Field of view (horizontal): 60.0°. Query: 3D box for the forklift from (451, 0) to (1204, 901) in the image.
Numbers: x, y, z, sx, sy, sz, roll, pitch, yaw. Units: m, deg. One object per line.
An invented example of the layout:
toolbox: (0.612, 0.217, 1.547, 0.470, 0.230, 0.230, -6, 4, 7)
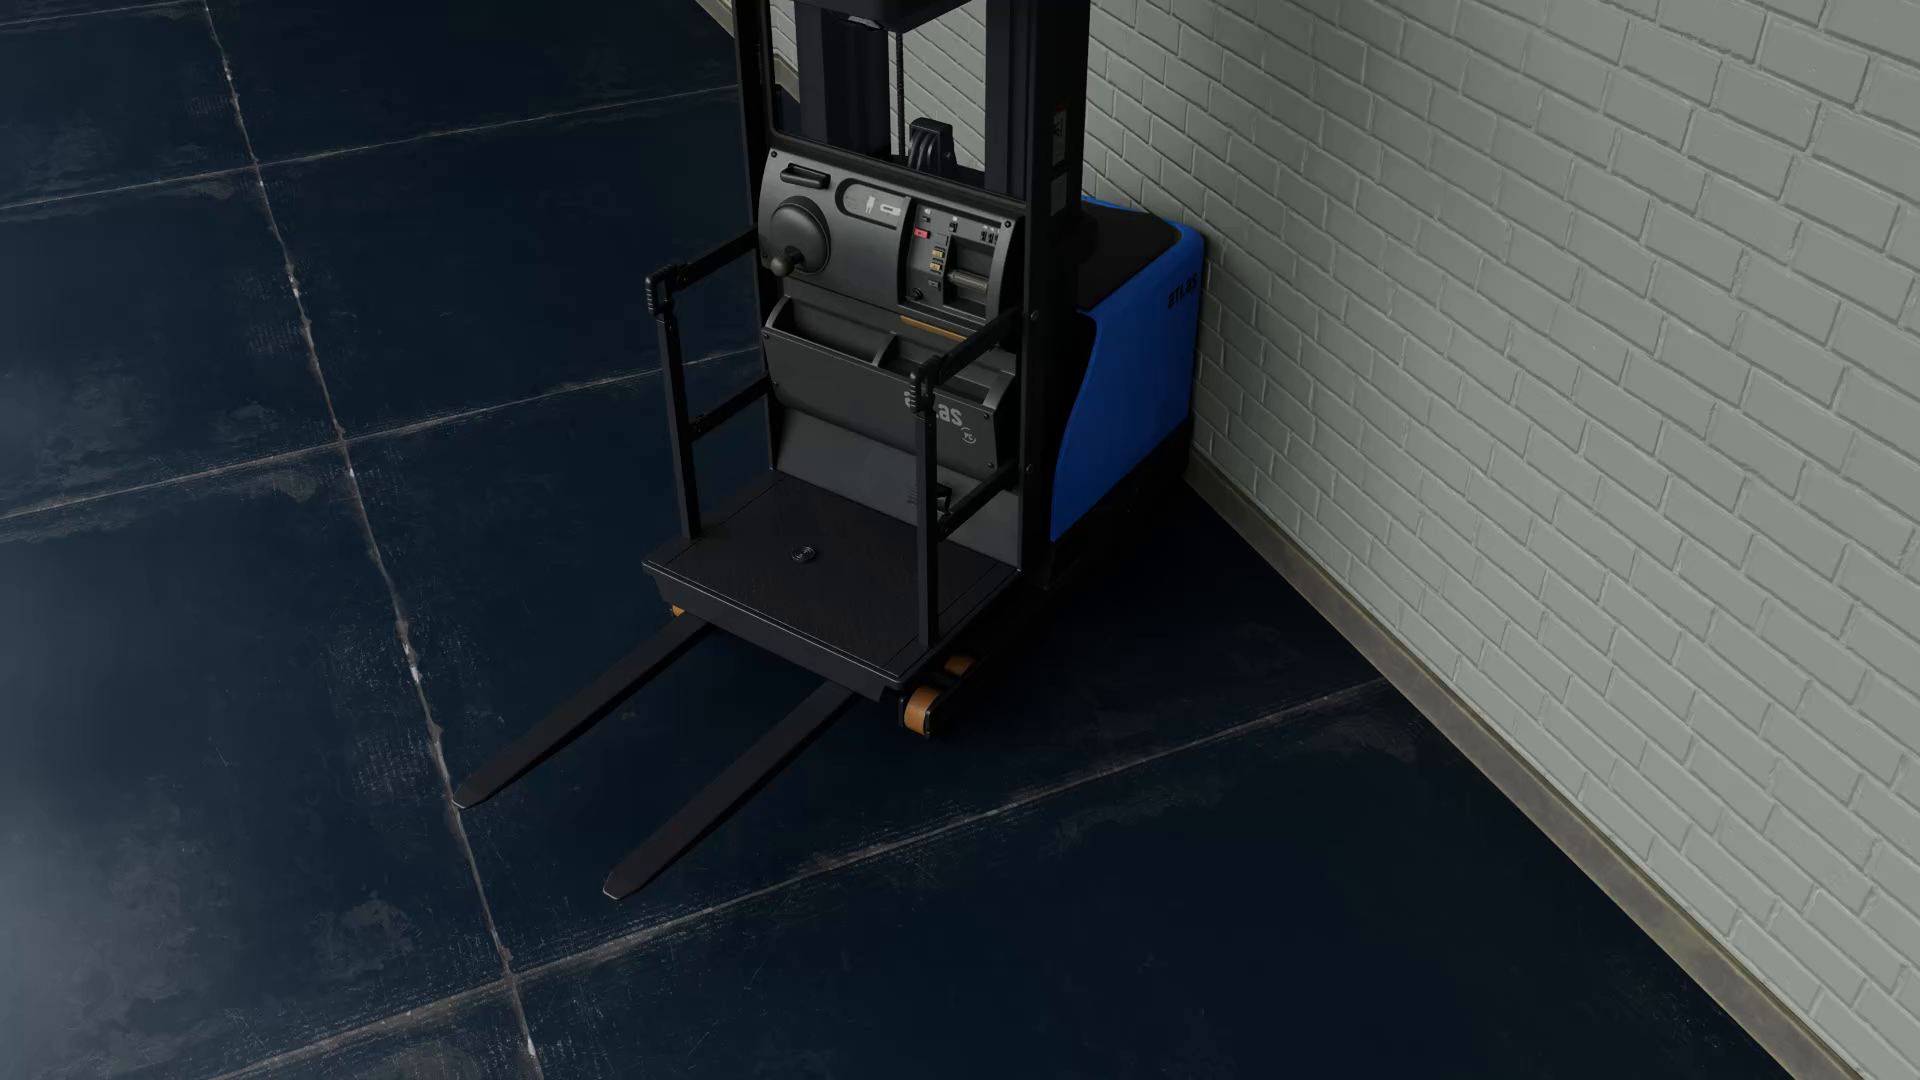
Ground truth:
forklift: (-0.356, -0.868, 4.961, 1.130, 2.935, 3.031, 22, 42, 27)
